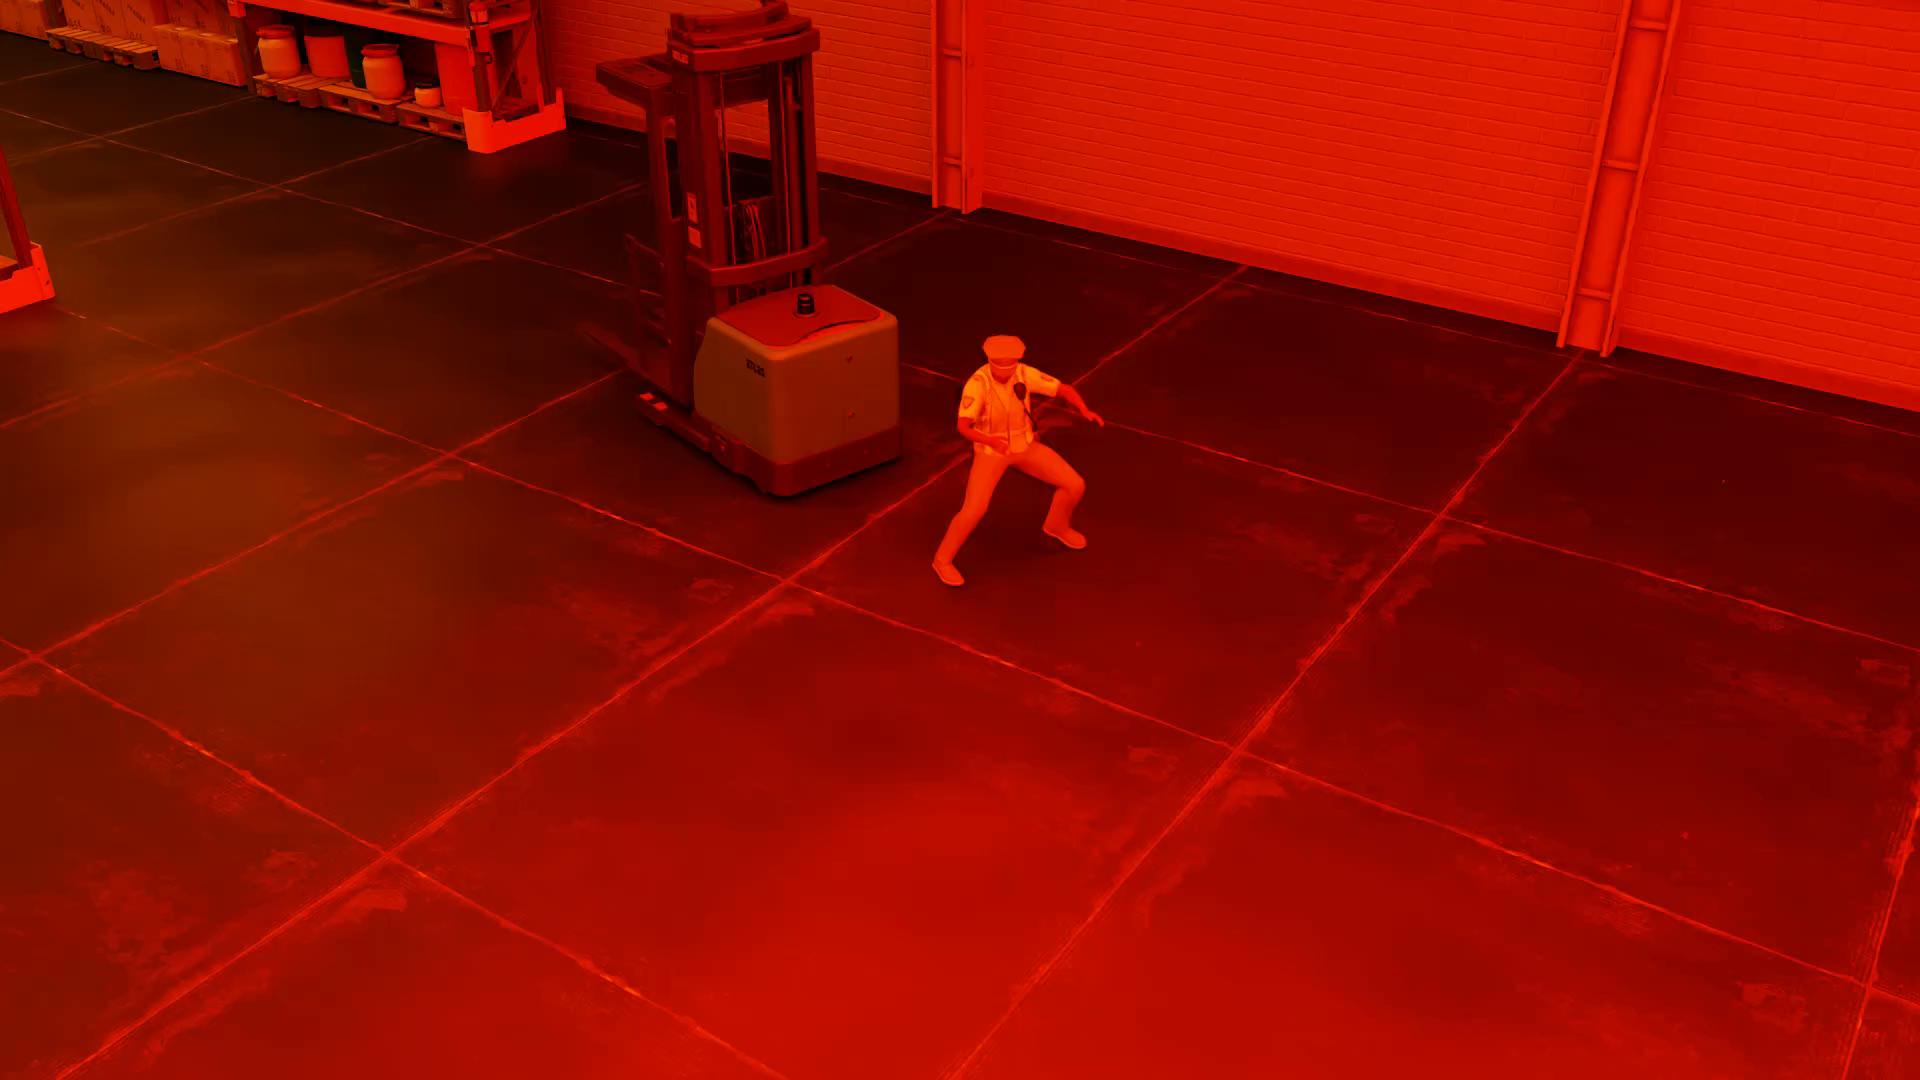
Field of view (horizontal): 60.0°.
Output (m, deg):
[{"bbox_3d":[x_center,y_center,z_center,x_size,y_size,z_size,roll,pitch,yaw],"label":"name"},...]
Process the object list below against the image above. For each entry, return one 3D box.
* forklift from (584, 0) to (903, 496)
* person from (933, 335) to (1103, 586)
[{"bbox_3d":[-1.704,-2.225,11.413,1.130,2.935,3.031,-22,37,-33],"label":"forklift"},{"bbox_3d":[0.317,-0.497,9.926,0.995,1.436,0.712,-7,31,-12],"label":"person"}]
